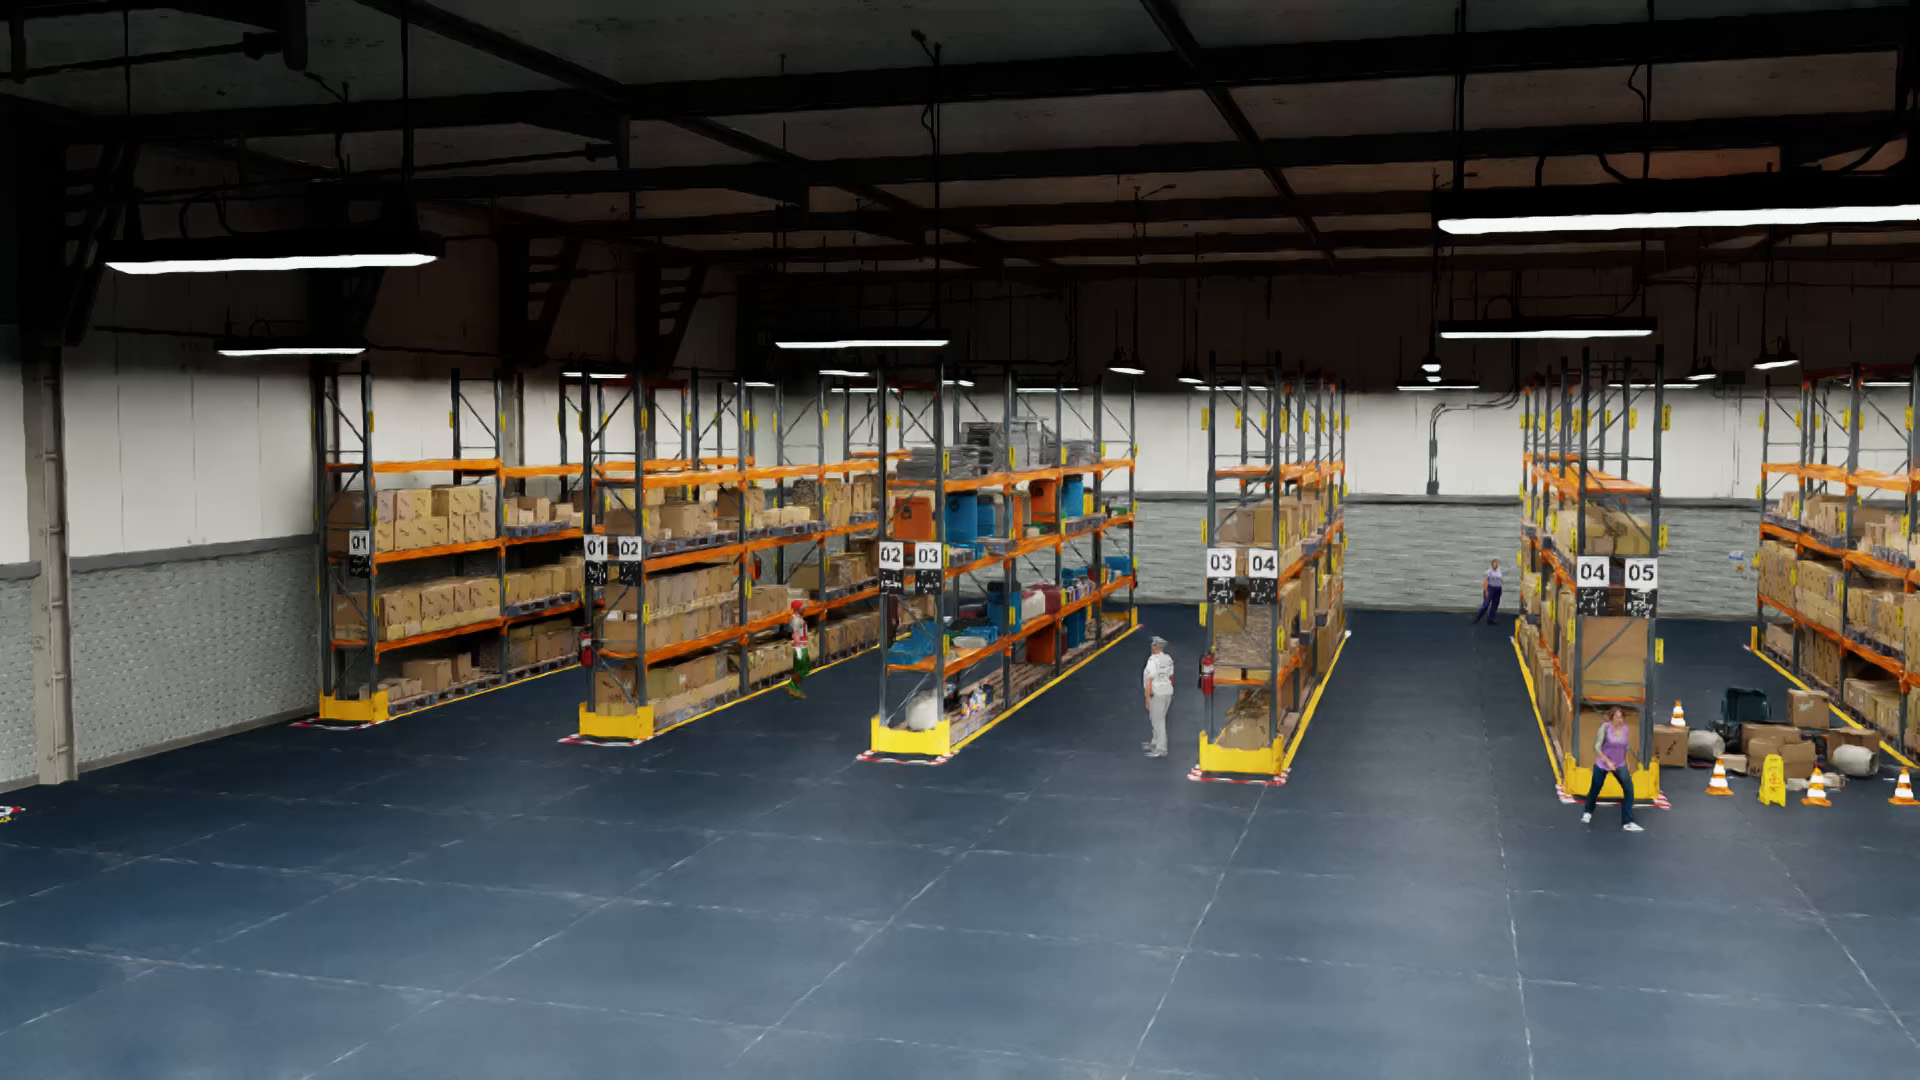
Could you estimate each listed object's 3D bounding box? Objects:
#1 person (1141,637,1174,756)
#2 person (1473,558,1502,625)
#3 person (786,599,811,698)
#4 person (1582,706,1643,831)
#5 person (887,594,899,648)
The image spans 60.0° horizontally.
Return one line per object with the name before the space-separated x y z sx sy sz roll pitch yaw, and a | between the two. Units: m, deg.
person | 2.944 2.327 25.039 0.623 1.749 0.745 3 5 39
person | 12.983 1.263 40.885 0.668 1.641 0.509 -2 4 -24
person | -2.934 1.963 30.029 0.444 1.786 0.598 -1 4 -9
person | 8.006 2.764 20.452 0.554 1.525 0.786 0 4 -2
person | -1.391 1.600 34.927 0.522 1.787 0.652 0 4 -5
